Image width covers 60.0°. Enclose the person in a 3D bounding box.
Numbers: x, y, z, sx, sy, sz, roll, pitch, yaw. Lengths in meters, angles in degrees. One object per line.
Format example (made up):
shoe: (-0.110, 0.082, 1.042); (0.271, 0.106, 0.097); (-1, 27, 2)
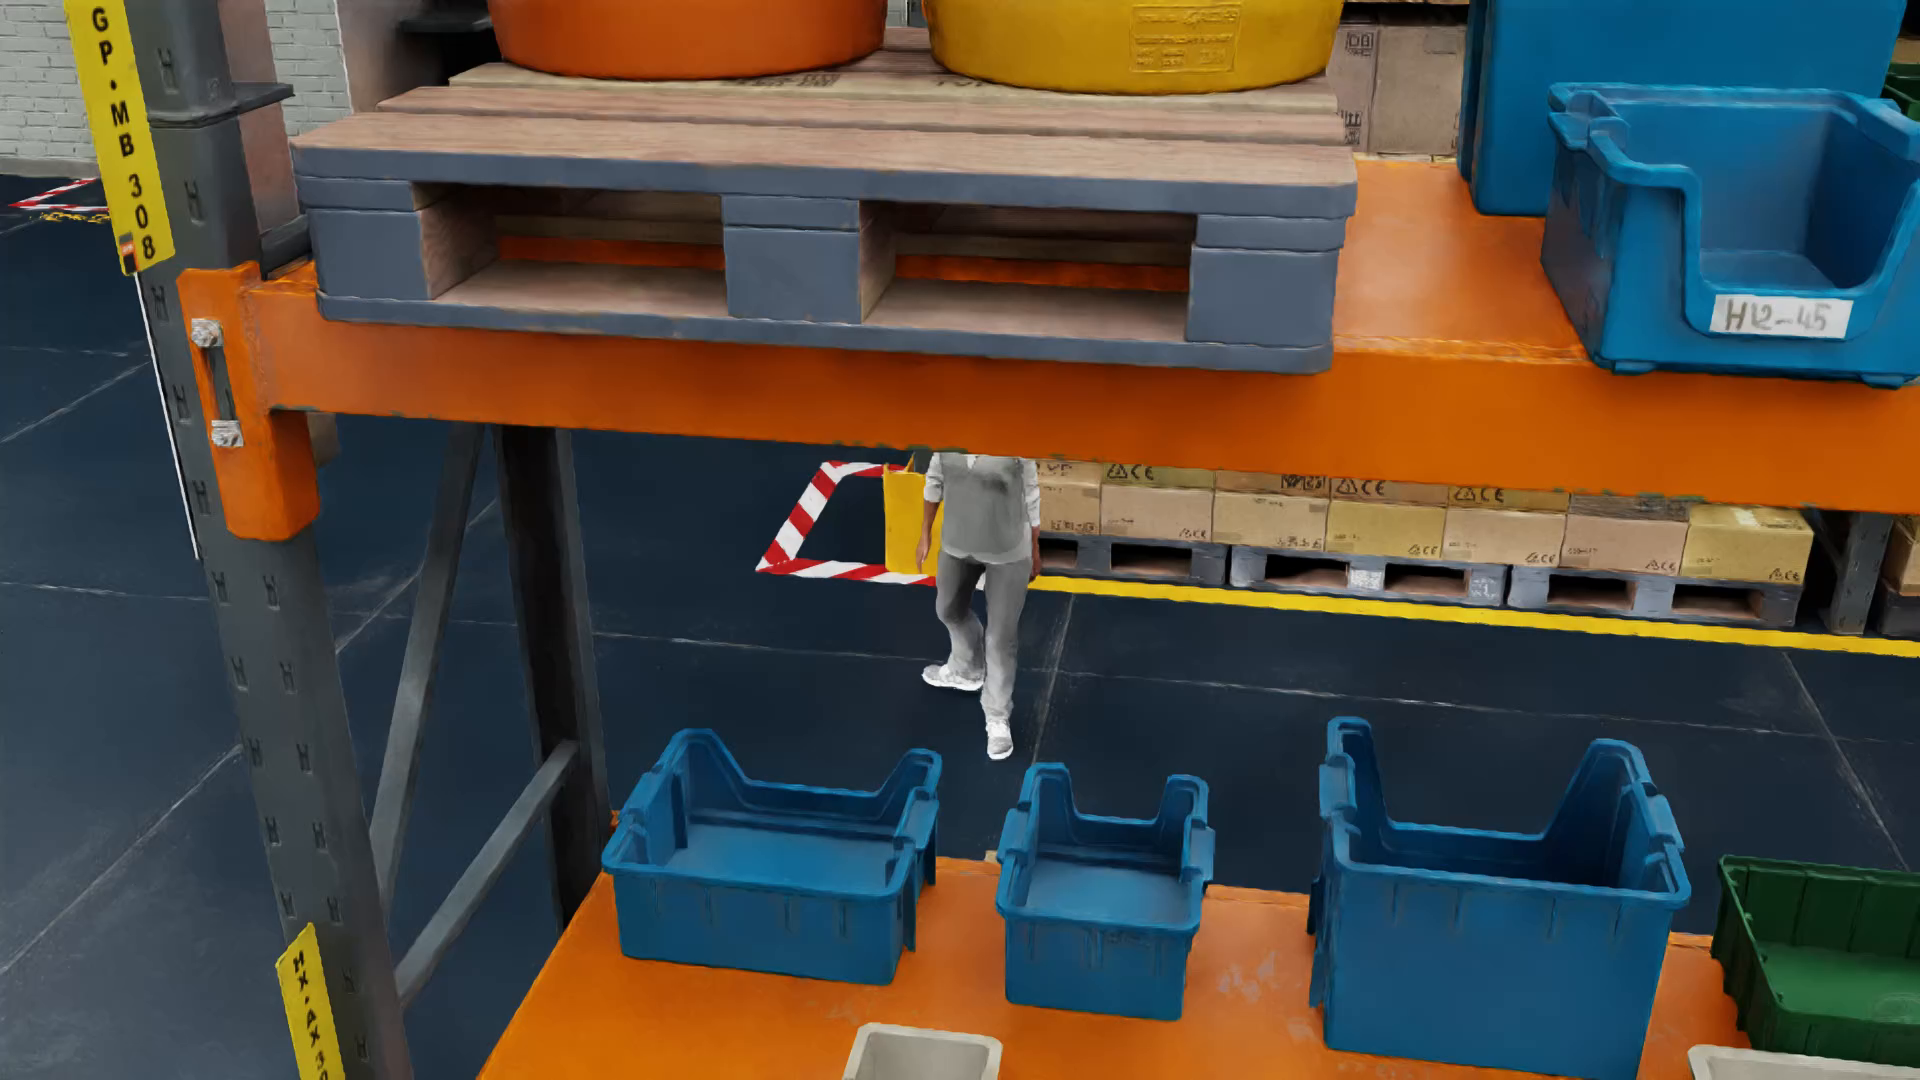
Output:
person: (0.026, -0.011, 6.146); (0.592, 1.590, 0.448); (14, 29, 27)
